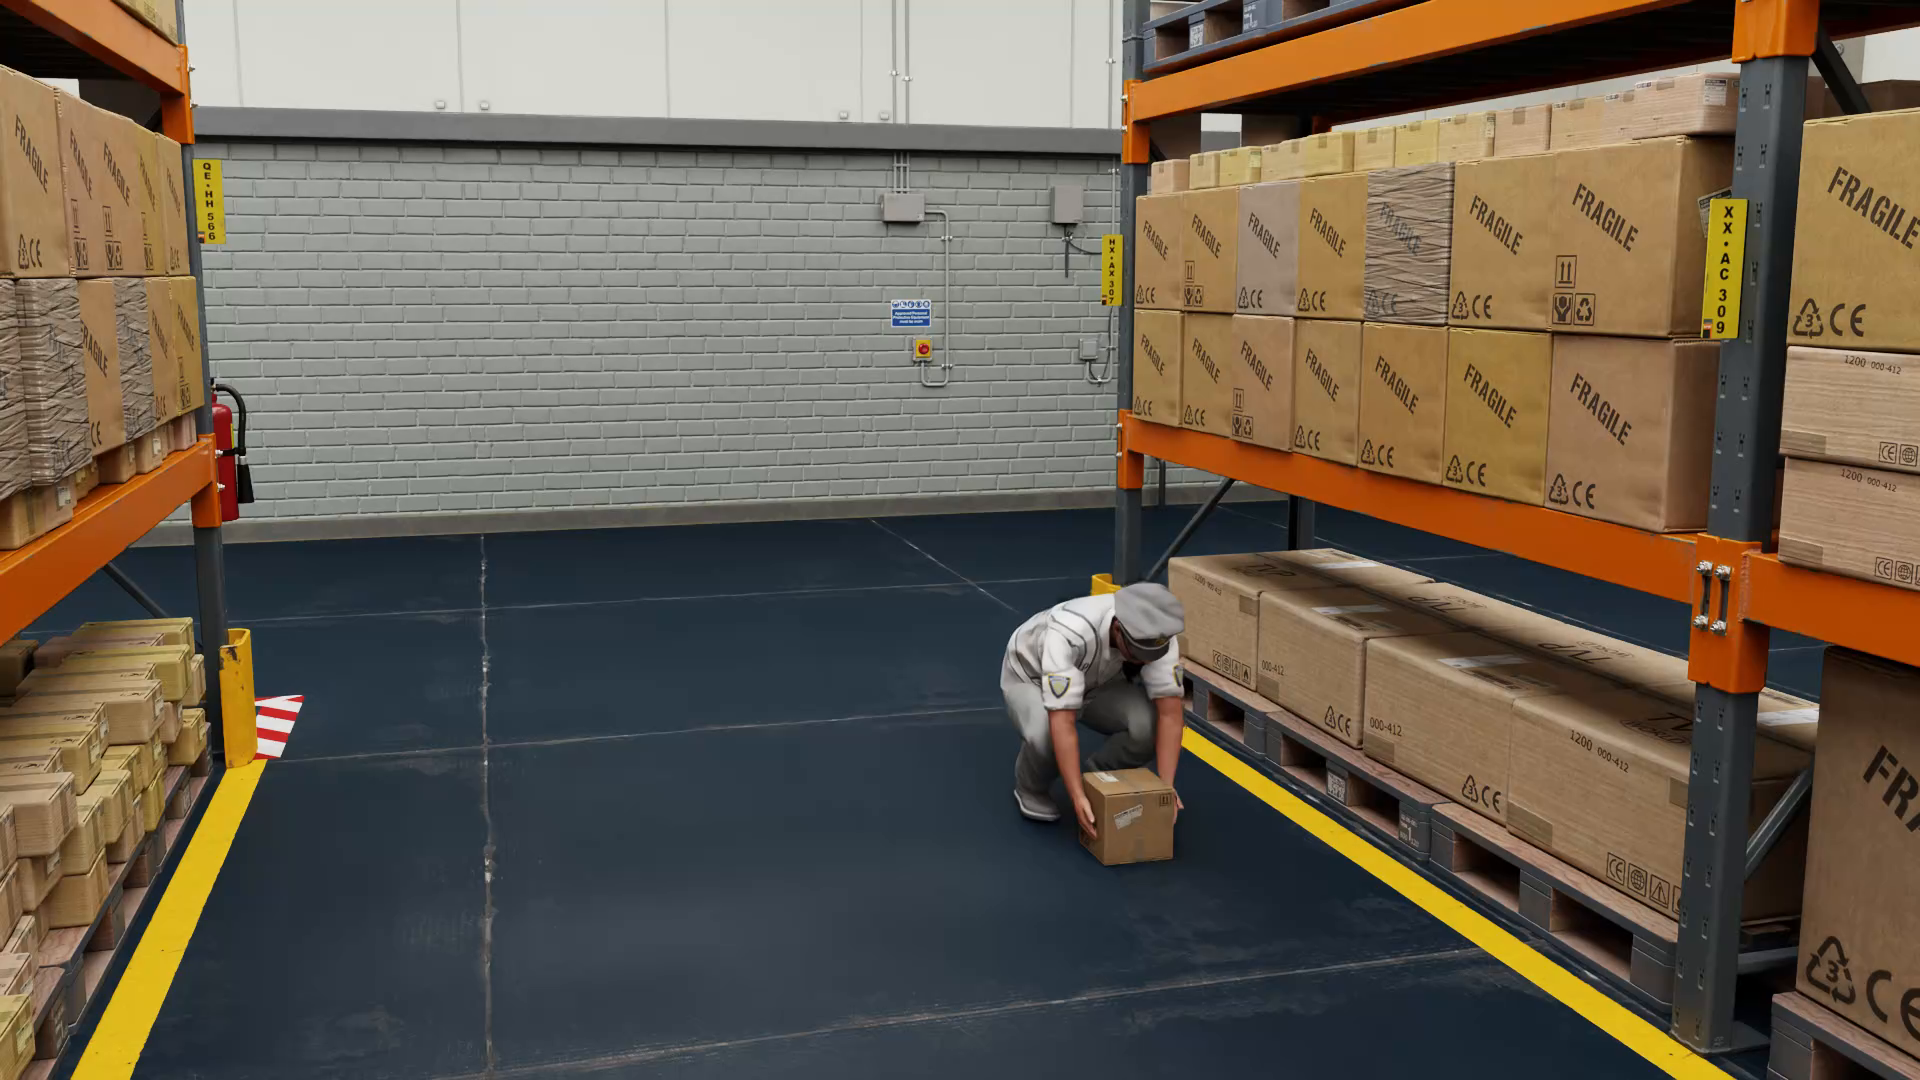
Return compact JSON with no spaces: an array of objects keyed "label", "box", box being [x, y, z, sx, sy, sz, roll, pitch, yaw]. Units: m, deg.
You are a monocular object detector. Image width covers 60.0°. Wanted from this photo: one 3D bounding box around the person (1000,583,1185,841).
[{"label":"person","box":[0.482,0.562,5.976,0.565,0.931,0.954,-3,10,-16]}]
